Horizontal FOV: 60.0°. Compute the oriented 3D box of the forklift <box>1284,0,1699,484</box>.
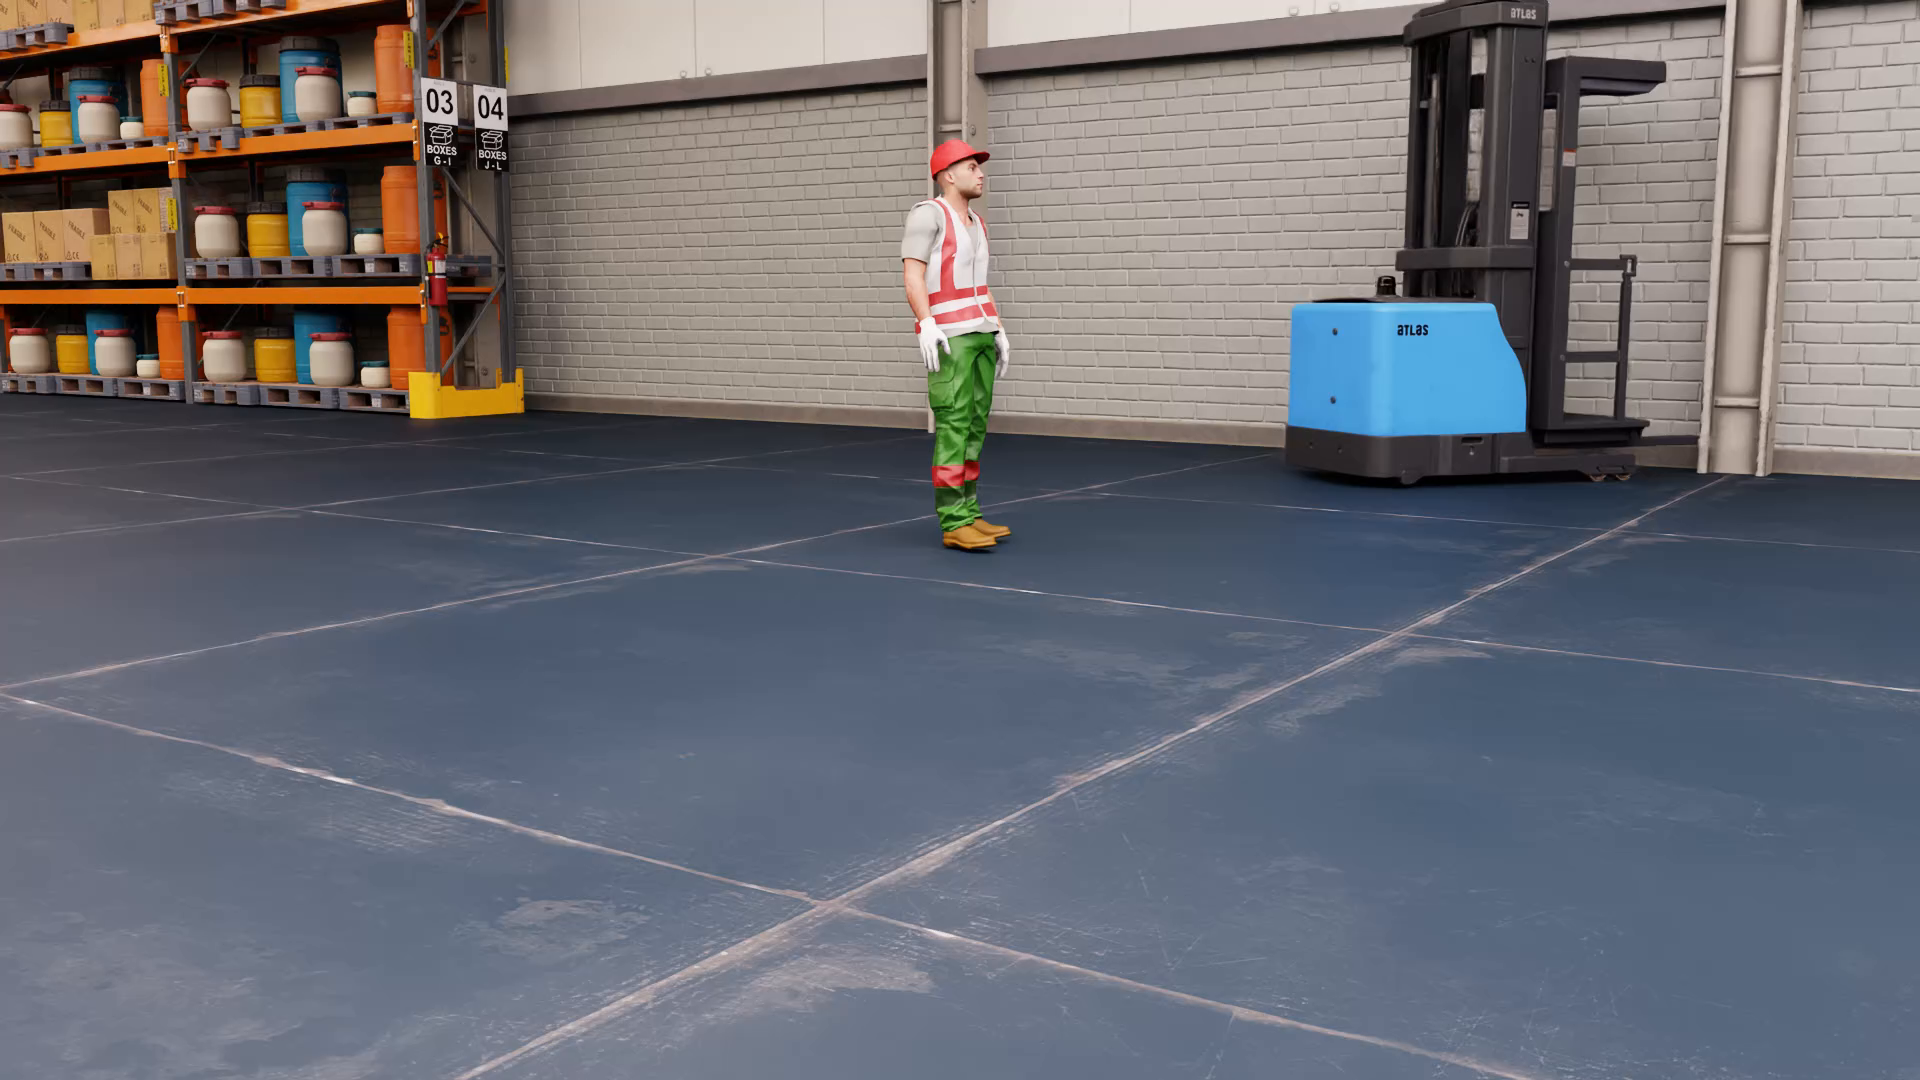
[{"bbox_3d":[3.618,-1.879,10.409,3.031,2.935,1.130,-3,9,-21],"label":"forklift"}]

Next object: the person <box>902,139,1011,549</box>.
[{"bbox_3d":[0.059,-0.885,7.422,0.564,1.787,0.637,5,10,34],"label":"person"}]
